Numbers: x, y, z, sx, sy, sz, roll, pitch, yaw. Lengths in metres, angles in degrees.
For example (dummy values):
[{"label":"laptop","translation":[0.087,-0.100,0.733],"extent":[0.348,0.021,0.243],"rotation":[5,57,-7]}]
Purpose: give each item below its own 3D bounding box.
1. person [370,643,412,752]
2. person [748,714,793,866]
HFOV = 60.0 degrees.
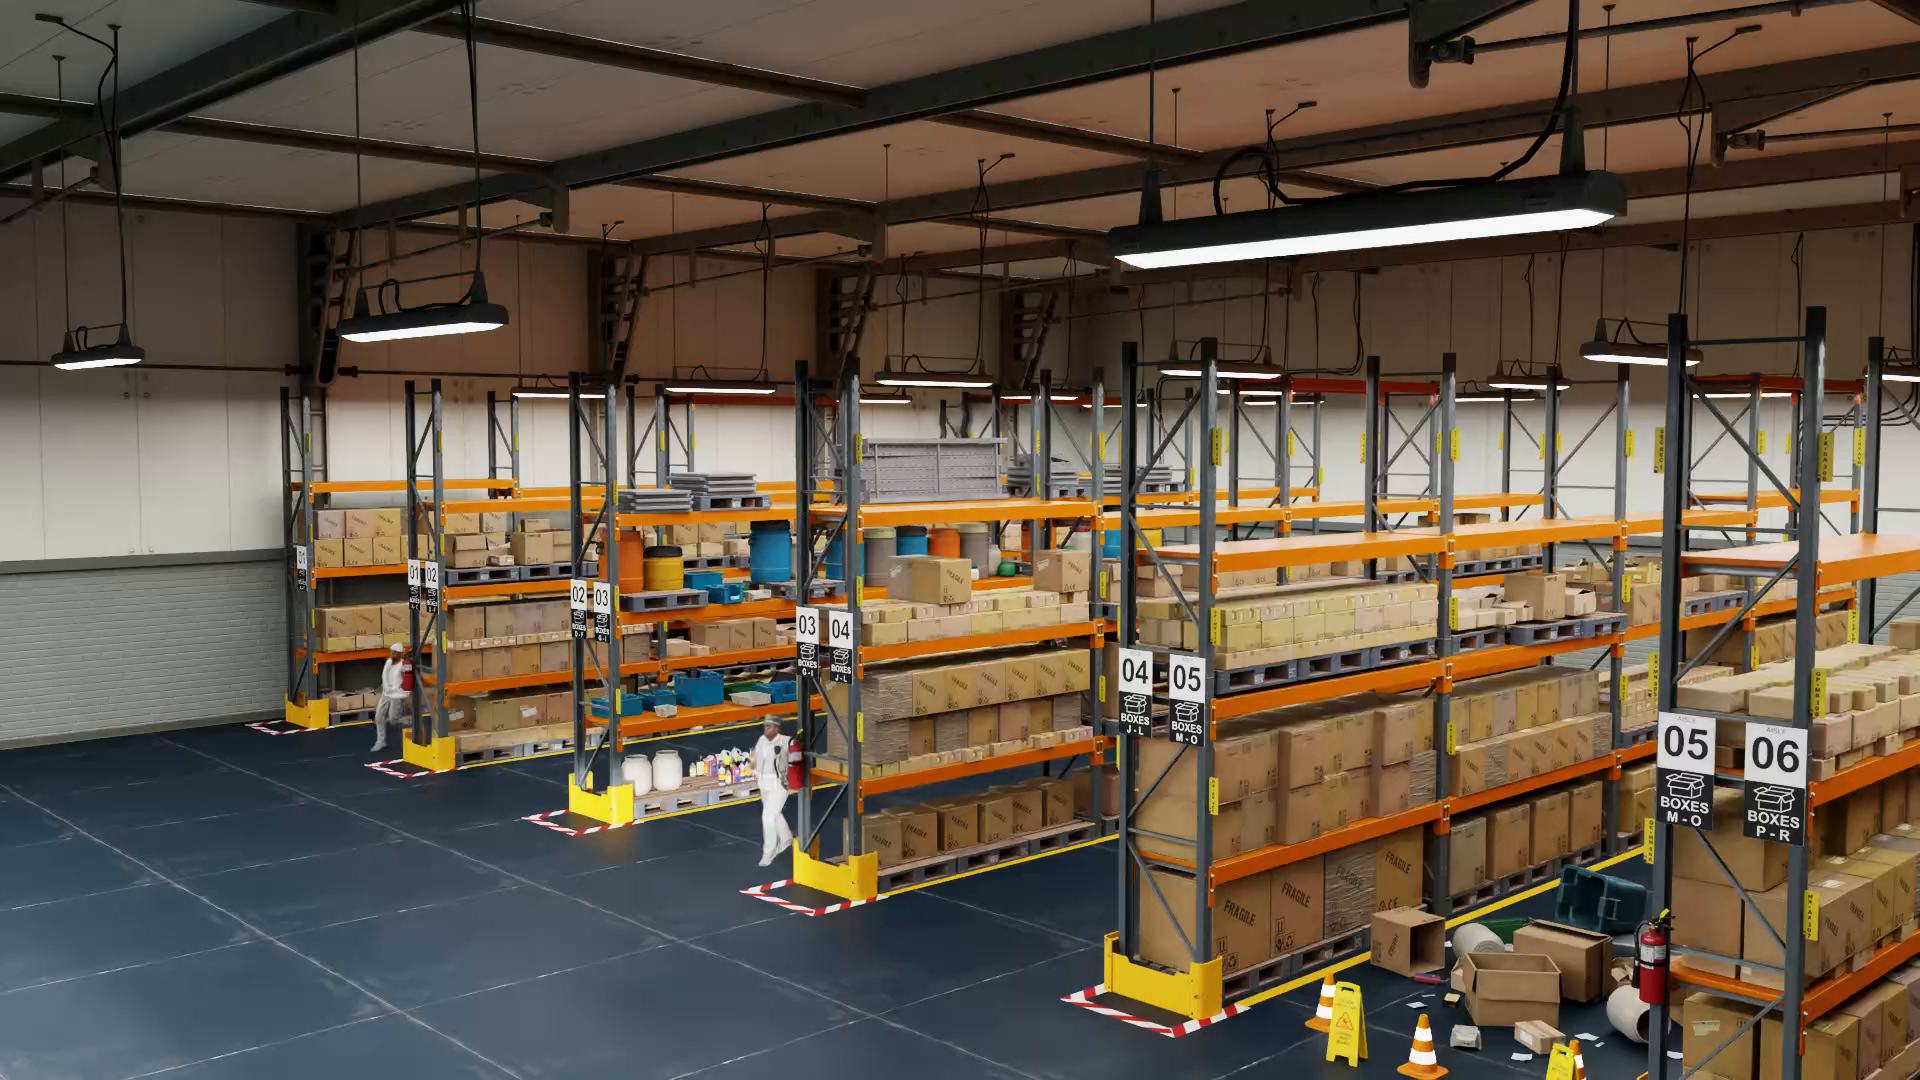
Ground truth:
[{"label":"person","translation":[-9.230,2.569,27.283],"extent":[0.711,1.771,0.846],"rotation":[2,4,31]},{"label":"person","translation":[-2.228,3.013,20.103],"extent":[0.670,1.868,0.780],"rotation":[3,5,41]}]
